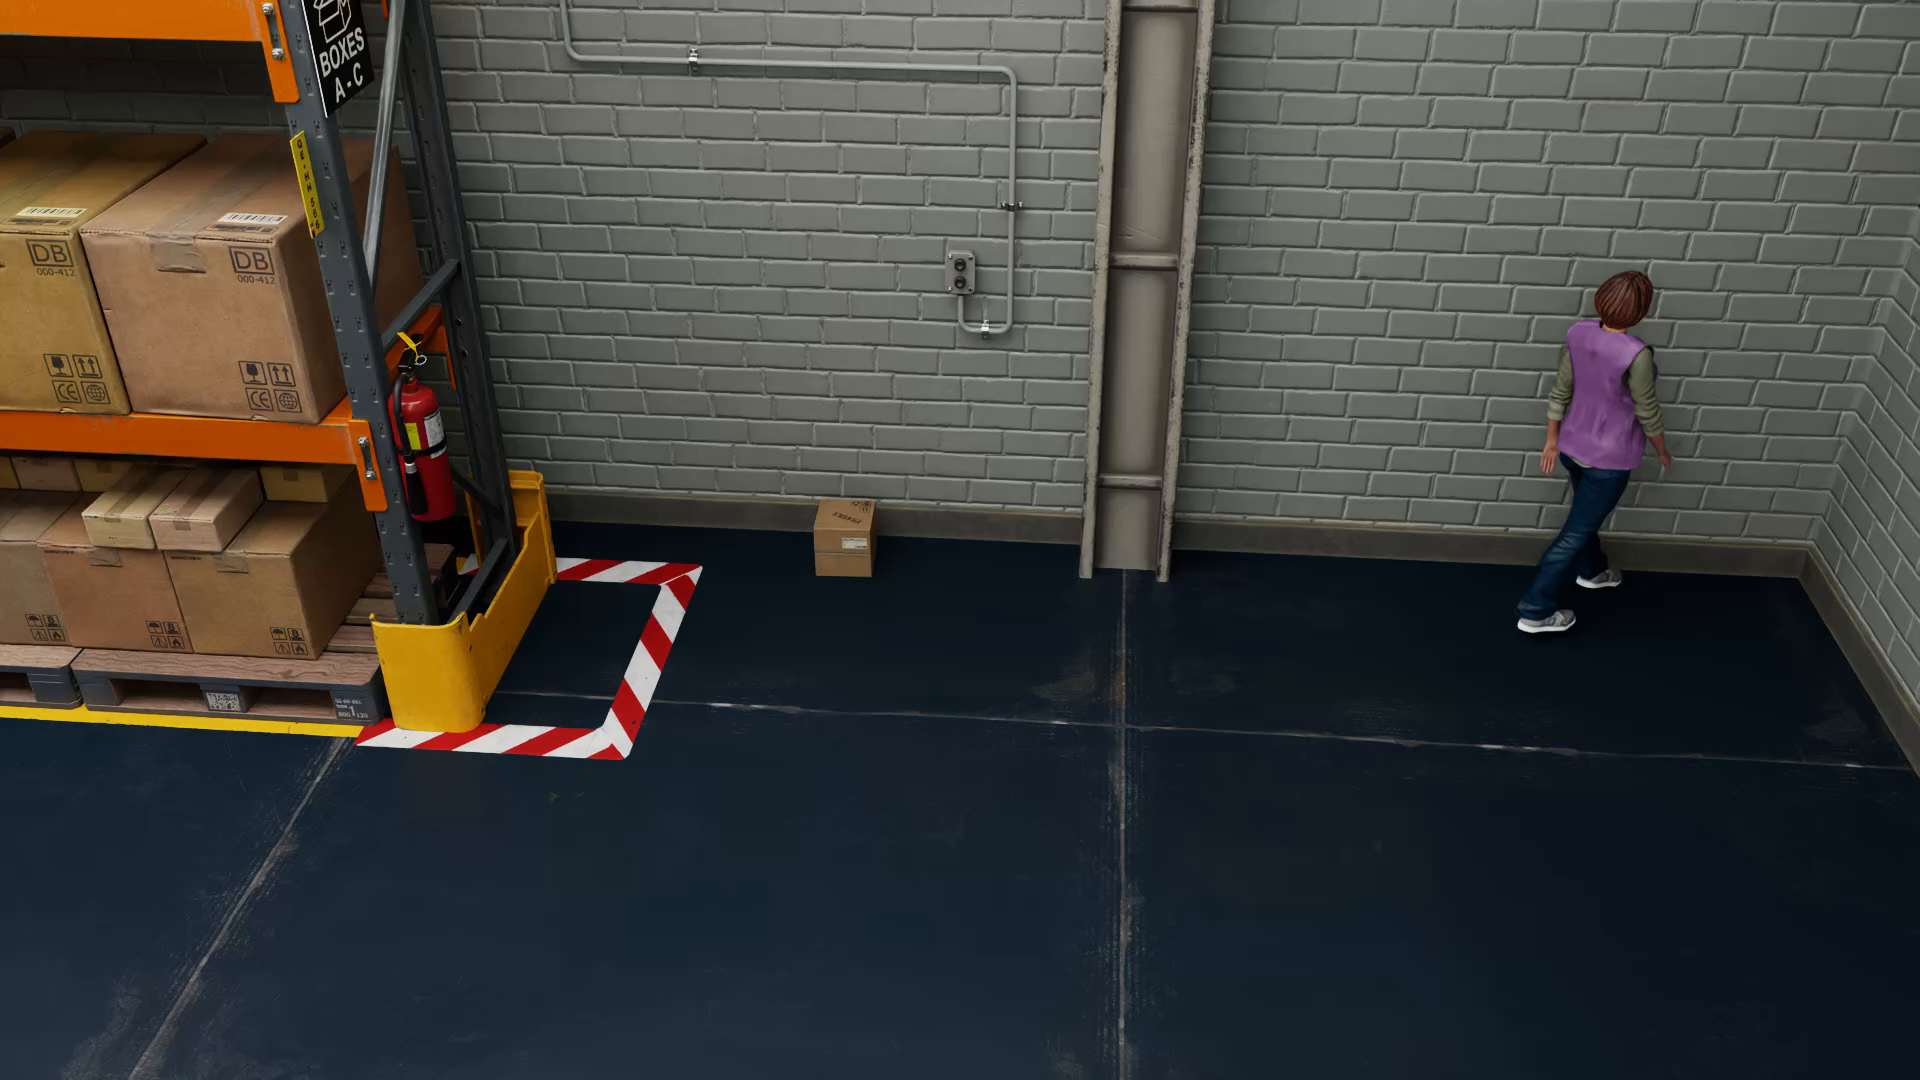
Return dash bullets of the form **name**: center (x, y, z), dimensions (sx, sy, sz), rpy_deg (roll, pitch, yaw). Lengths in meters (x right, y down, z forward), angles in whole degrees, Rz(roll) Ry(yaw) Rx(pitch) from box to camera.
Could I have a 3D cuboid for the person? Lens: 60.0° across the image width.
- **person**: center (2.632, -0.363, 6.703), dimensions (0.730, 1.592, 0.419), rpy_deg (-13, 35, -20)
